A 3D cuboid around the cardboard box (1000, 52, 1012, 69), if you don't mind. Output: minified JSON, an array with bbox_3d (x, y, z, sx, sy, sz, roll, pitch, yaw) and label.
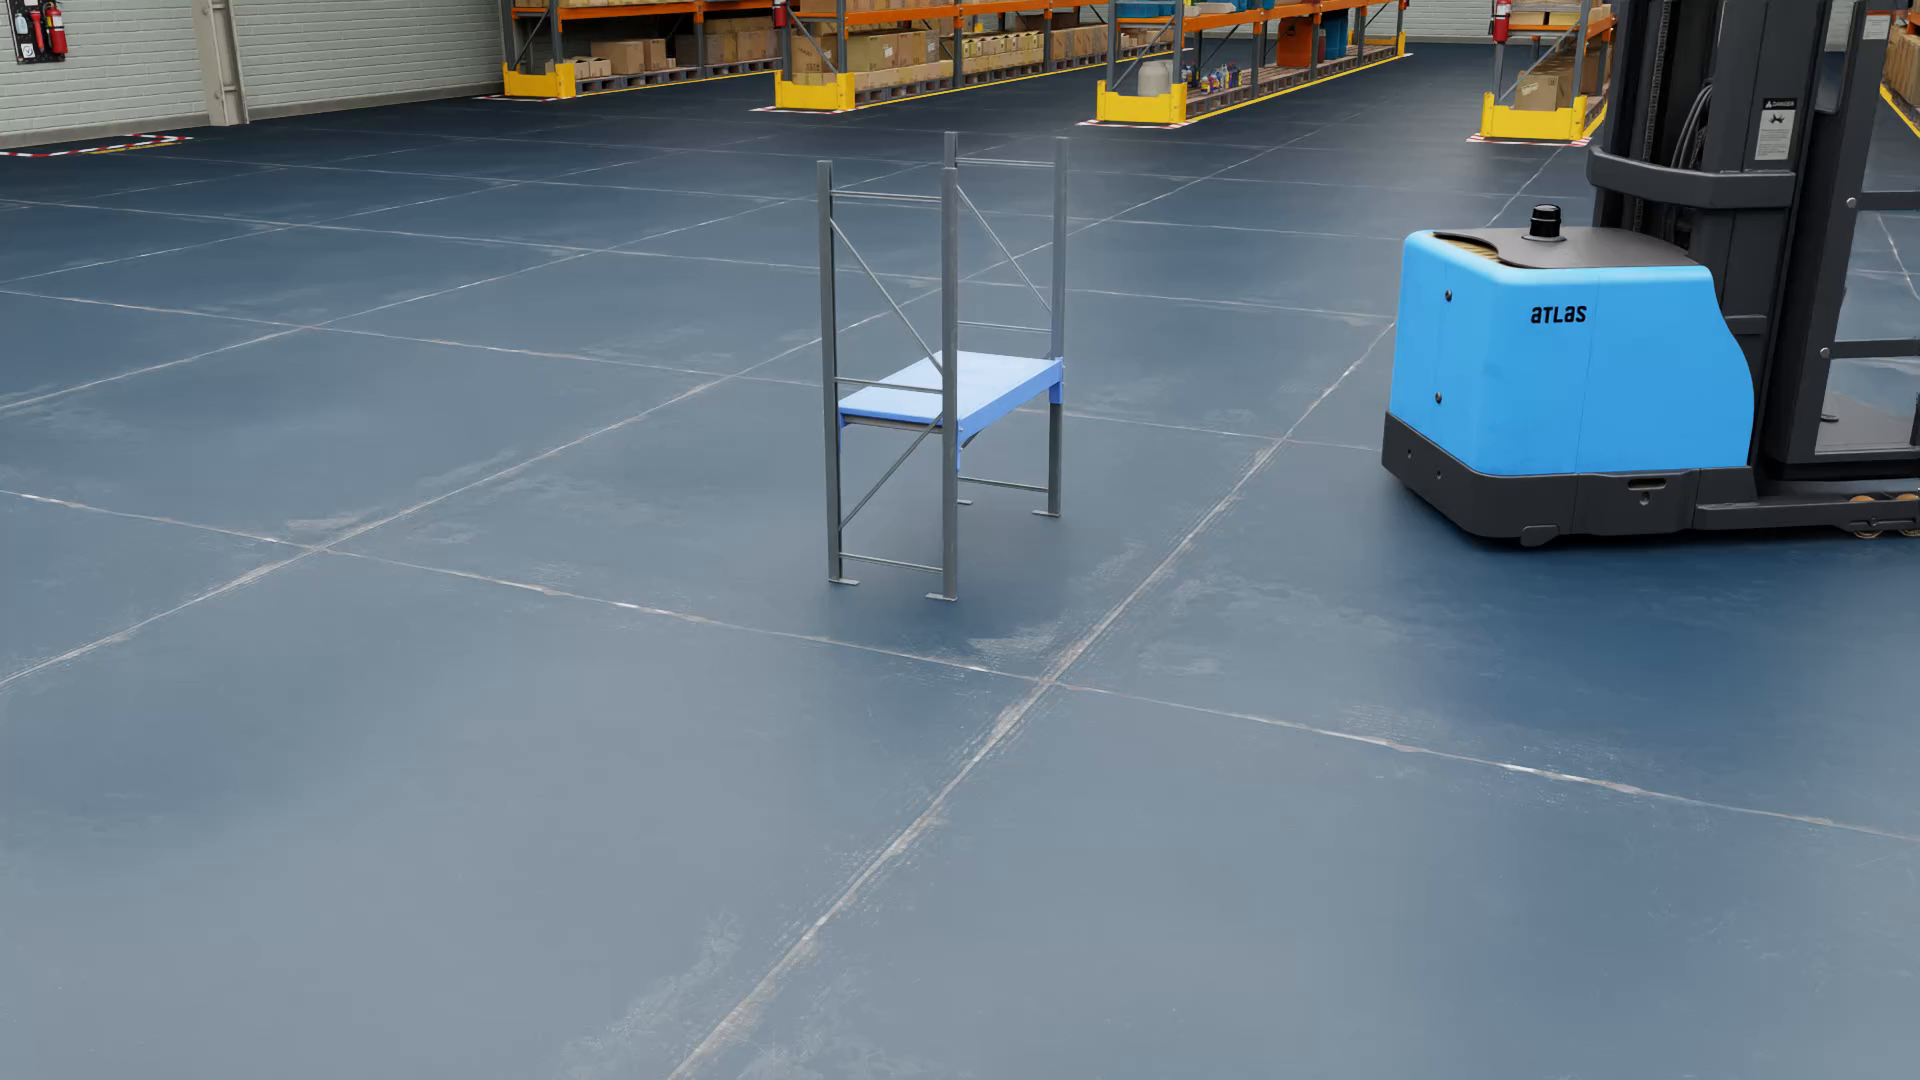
[{"bbox_3d":[0.571,-8.364,28.987,0.500,0.250,0.500,9,21,24],"label":"cardboard box"}]

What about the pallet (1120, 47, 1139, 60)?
[{"bbox_3d":[3.108,-10.244,34.958,1.003,0.211,1.213,9,21,23],"label":"pallet"}]

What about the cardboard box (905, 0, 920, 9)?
[{"bbox_3d":[-1.045,-8.498,25.738,0.700,0.500,0.500,9,21,24],"label":"cardboard box"}]

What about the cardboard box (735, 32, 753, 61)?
[{"bbox_3d":[-4.273,-9.153,30.803,0.700,0.500,0.500,9,21,23],"label":"cardboard box"}]

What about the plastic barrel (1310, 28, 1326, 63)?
[{"bbox_3d":[6.353,-9.003,30.279,0.600,0.588,0.708,9,21,23],"label":"plastic barrel"}]

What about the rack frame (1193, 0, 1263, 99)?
[{"bbox_3d":[4.068,-8.221,25.110,1.000,3.000,0.127,9,21,23],"label":"rack frame"}]

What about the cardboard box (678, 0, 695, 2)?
[{"bbox_3d":[-4.888,-9.333,28.430,0.500,0.250,0.500,9,21,23],"label":"cardboard box"}]

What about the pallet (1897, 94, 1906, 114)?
[{"bbox_3d":[13.816,-6.137,23.410,1.003,0.211,1.213,9,21,23],"label":"pallet"}]

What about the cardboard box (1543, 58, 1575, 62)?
[{"bbox_3d":[8.386,-6.445,23.219,0.500,0.500,0.500,8,21,21],"label":"cardboard box"}]

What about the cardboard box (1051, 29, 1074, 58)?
[{"bbox_3d":[1.845,-9.415,31.541,0.500,0.500,0.500,8,21,21],"label":"cardboard box"}]

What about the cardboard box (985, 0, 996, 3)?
[{"bbox_3d":[0.300,-9.496,28.544,0.500,0.500,0.500,9,21,23],"label":"cardboard box"}]

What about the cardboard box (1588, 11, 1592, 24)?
[{"bbox_3d":[7.519,-6.403,20.372,0.380,0.149,0.250,9,21,23],"label":"cardboard box"}]

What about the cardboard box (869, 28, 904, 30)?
[{"bbox_3d":[-1.123,-7.905,26.578,0.500,0.500,0.500,9,21,23],"label":"cardboard box"}]

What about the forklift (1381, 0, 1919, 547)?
[{"bbox_3d":[3.373,-1.558,6.476,3.031,2.935,1.130,-3,20,-7],"label":"forklift"}]

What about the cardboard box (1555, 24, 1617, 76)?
[{"bbox_3d":[10.526,-8.169,27.508,1.225,0.875,0.875,8,21,20],"label":"cardboard box"}]

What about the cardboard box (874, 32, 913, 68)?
[{"bbox_3d":[-1.048,-7.527,25.514,0.500,0.500,0.500,9,21,23],"label":"cardboard box"}]

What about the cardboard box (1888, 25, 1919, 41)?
[{"bbox_3d":[15.802,-8.460,27.764,0.500,0.250,0.500,8,21,20],"label":"cardboard box"}]

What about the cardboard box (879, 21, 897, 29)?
[{"bbox_3d":[-1.842,-10.995,35.490,0.750,0.750,0.750,9,21,23],"label":"cardboard box"}]

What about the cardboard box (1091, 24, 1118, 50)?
[{"bbox_3d":[2.886,-10.187,33.711,0.500,0.500,0.500,8,21,22],"label":"cardboard box"}]

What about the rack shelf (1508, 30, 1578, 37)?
[{"bbox_3d":[7.767,-6.659,21.576,0.831,0.071,3.687,9,21,23],"label":"rack shelf"}]

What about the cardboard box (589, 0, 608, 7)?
[{"bbox_3d":[-5.919,-8.563,26.264,0.500,0.250,0.500,8,21,21],"label":"cardboard box"}]

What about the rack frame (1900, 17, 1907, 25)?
[{"bbox_3d":[17.981,-10.499,31.514,0.949,2.616,0.053,9,21,23],"label":"rack frame"}]

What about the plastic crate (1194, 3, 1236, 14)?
[{"bbox_3d":[3.634,-7.566,23.660,0.530,0.136,0.437,9,21,23],"label":"plastic crate"}]

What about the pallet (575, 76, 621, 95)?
[{"bbox_3d":[-6.212,-7.311,26.711,1.003,0.211,1.213,9,21,23],"label":"pallet"}]

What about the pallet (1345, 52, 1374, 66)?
[{"bbox_3d":[7.609,-9.583,33.100,1.003,0.211,1.213,9,21,23],"label":"pallet"}]

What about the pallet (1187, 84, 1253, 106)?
[{"bbox_3d":[3.755,-6.708,25.016,1.003,0.211,1.213,9,21,23],"label":"pallet"}]

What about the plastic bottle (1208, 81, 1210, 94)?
[{"bbox_3d":[3.499,-6.431,23.594,0.097,0.201,0.097,0,20,0],"label":"plastic bottle"}]

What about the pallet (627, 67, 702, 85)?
[{"bbox_3d":[-5.213,-8.057,28.808,1.003,0.211,1.213,9,21,23],"label":"pallet"}]

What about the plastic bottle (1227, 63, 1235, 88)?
[{"bbox_3d":[3.988,-6.885,24.650,0.144,0.351,0.185,7,21,20],"label":"plastic bottle"}]

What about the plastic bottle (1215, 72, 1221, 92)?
[{"bbox_3d":[3.721,-6.629,24.048,0.097,0.271,0.097,0,20,0],"label":"plastic bottle"}]

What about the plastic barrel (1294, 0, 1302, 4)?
[{"bbox_3d":[5.479,-9.153,27.563,0.421,0.512,0.421,0,20,0],"label":"plastic barrel"}]

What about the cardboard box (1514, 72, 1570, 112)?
[{"bbox_3d":[7.219,-5.528,20.639,0.500,0.500,0.500,13,23,33],"label":"cardboard box"}]

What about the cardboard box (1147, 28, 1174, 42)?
[{"bbox_3d":[4.466,-11.400,37.122,0.500,0.500,0.500,9,21,23],"label":"cardboard box"}]

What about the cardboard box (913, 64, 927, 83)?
[{"bbox_3d":[-0.845,-7.326,26.070,0.500,0.250,0.500,9,21,23],"label":"cardboard box"}]

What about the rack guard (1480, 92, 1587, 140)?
[{"bbox_3d":[6.980,-5.164,20.245,1.175,0.500,0.348,9,21,23],"label":"rack guard"}]

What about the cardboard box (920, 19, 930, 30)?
[{"bbox_3d":[-1.086,-11.414,37.191,0.700,0.500,0.500,8,21,22],"label":"cardboard box"}]

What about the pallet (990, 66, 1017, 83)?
[{"bbox_3d":[0.315,-8.193,29.192,1.003,0.211,1.213,9,21,23],"label":"pallet"}]

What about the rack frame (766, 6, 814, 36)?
[{"bbox_3d":[-3.333,-10.804,32.370,1.000,3.000,0.127,9,21,23],"label":"rack frame"}]

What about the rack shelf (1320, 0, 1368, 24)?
[{"bbox_3d":[6.525,-9.717,30.388,1.077,0.370,4.000,9,21,23],"label":"rack shelf"}]

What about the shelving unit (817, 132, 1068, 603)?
[{"bbox_3d":[-0.035,-0.681,6.144,0.538,1.500,1.048,9,21,23],"label":"shelving unit"}]

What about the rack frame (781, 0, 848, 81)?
[{"bbox_3d":[-2.088,-7.679,23.586,1.000,3.000,0.127,9,21,23],"label":"rack frame"}]

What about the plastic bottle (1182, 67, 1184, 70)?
[{"bbox_3d":[3.281,-6.933,24.784,0.144,0.351,0.185,8,21,20],"label":"plastic bottle"}]

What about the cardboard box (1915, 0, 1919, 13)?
[{"bbox_3d":[14.072,-7.844,23.900,0.500,0.500,0.500,8,21,22],"label":"cardboard box"}]

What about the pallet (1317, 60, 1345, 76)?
[{"bbox_3d":[6.492,-8.749,30.754,1.003,0.211,1.213,9,21,23],"label":"pallet"}]

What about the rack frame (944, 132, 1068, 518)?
[{"bbox_3d":[0.173,-0.836,6.581,0.500,1.500,0.032,9,21,23],"label":"rack frame"}]

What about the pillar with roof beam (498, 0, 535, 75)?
[{"bbox_3d":[-3.184,-10.927,23.763,9.100,9.000,0.400,9,21,23],"label":"pillar with roof beam"}]

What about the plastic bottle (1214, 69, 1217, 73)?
[{"bbox_3d":[3.752,-6.761,24.401,0.061,0.283,0.133,9,21,23],"label":"plastic bottle"}]

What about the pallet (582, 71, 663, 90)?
[{"bbox_3d":[-5.712,-7.682,27.756,1.003,0.211,1.213,9,21,23],"label":"pallet"}]

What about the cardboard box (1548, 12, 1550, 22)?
[{"bbox_3d":[7.292,-6.621,20.984,0.380,0.149,0.250,9,21,23],"label":"cardboard box"}]

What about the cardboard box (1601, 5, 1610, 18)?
[{"bbox_3d":[8.498,-7.082,22.282,0.380,0.149,0.250,9,21,23],"label":"cardboard box"}]

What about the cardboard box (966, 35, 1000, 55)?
[{"bbox_3d":[0.367,-8.472,28.453,0.500,0.311,0.500,8,21,21],"label":"cardboard box"}]
